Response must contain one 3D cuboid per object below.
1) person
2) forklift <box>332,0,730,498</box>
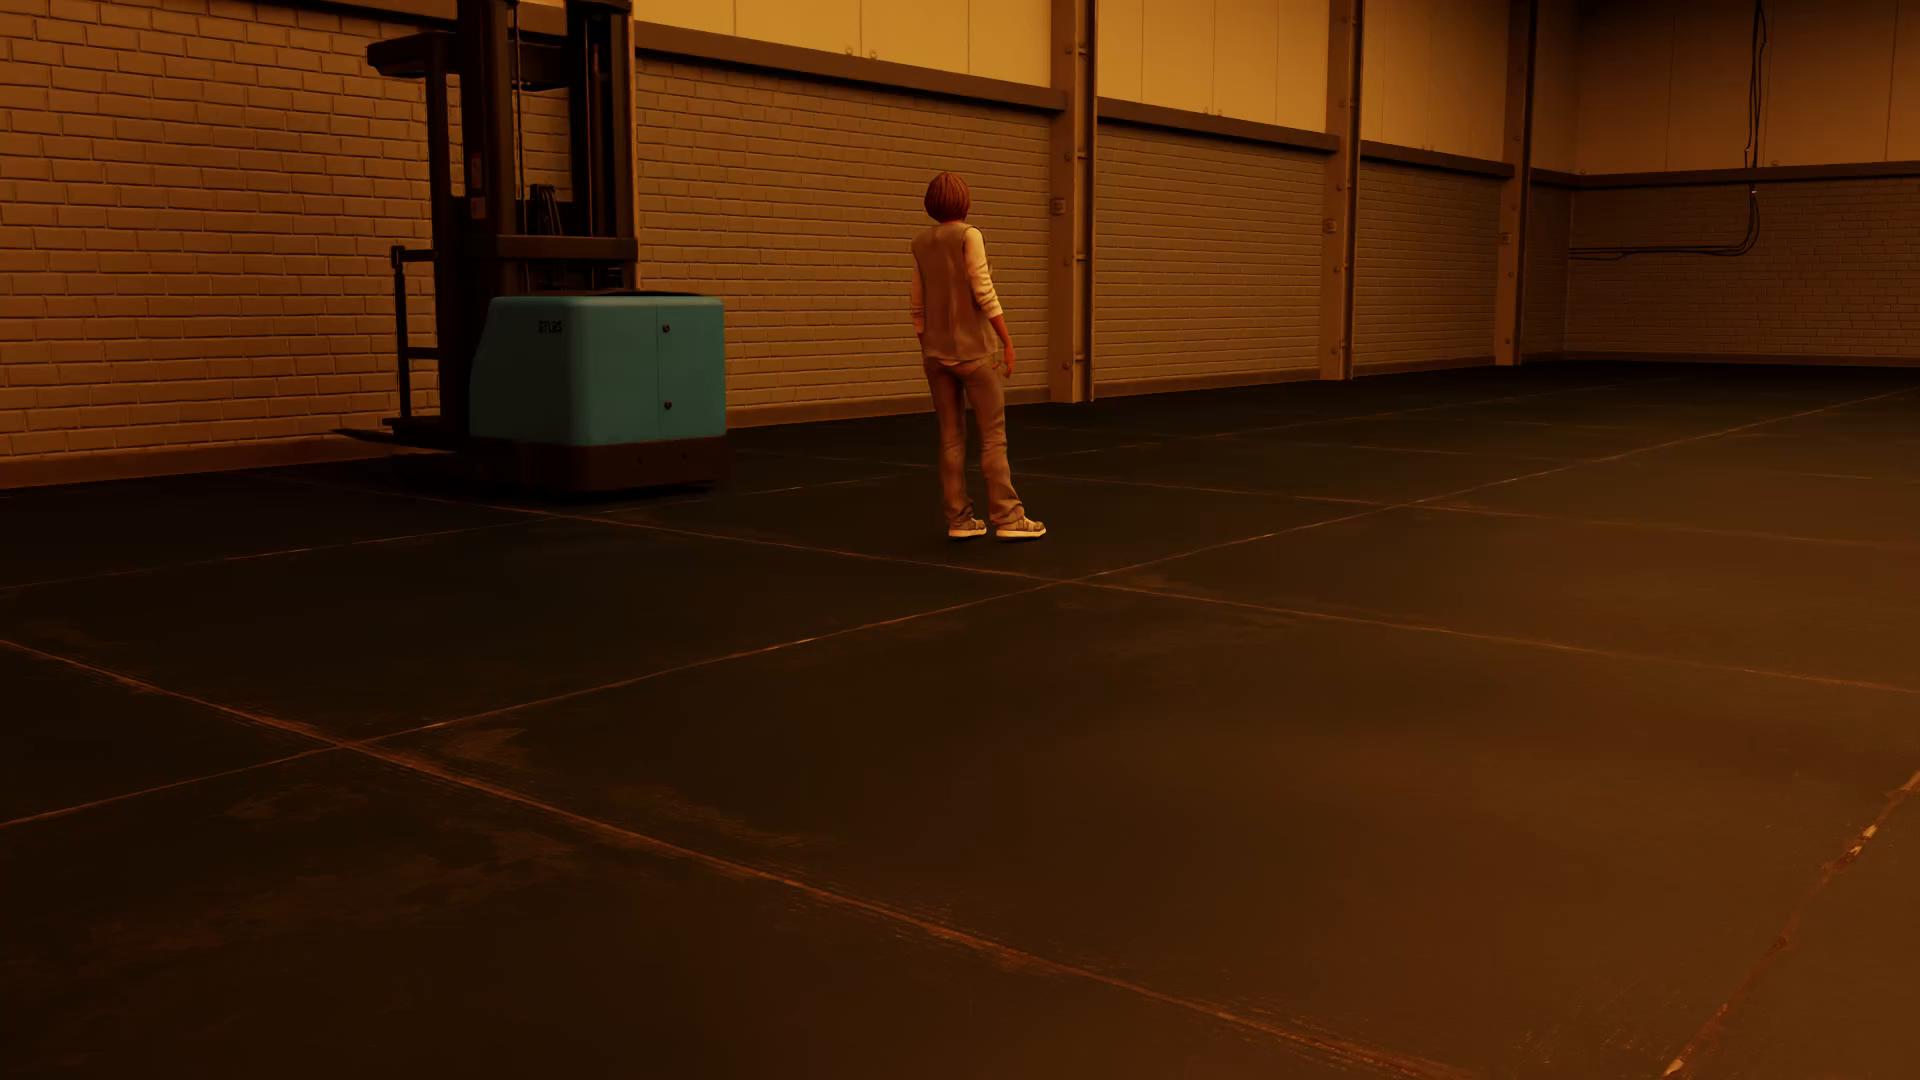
[{"bbox_3d":[0.058,-0.804,7.337,0.521,1.599,0.473,7,11,38],"label":"person"},{"bbox_3d":[-2.706,-1.823,9.741,3.031,2.935,1.130,8,11,42],"label":"forklift"}]
